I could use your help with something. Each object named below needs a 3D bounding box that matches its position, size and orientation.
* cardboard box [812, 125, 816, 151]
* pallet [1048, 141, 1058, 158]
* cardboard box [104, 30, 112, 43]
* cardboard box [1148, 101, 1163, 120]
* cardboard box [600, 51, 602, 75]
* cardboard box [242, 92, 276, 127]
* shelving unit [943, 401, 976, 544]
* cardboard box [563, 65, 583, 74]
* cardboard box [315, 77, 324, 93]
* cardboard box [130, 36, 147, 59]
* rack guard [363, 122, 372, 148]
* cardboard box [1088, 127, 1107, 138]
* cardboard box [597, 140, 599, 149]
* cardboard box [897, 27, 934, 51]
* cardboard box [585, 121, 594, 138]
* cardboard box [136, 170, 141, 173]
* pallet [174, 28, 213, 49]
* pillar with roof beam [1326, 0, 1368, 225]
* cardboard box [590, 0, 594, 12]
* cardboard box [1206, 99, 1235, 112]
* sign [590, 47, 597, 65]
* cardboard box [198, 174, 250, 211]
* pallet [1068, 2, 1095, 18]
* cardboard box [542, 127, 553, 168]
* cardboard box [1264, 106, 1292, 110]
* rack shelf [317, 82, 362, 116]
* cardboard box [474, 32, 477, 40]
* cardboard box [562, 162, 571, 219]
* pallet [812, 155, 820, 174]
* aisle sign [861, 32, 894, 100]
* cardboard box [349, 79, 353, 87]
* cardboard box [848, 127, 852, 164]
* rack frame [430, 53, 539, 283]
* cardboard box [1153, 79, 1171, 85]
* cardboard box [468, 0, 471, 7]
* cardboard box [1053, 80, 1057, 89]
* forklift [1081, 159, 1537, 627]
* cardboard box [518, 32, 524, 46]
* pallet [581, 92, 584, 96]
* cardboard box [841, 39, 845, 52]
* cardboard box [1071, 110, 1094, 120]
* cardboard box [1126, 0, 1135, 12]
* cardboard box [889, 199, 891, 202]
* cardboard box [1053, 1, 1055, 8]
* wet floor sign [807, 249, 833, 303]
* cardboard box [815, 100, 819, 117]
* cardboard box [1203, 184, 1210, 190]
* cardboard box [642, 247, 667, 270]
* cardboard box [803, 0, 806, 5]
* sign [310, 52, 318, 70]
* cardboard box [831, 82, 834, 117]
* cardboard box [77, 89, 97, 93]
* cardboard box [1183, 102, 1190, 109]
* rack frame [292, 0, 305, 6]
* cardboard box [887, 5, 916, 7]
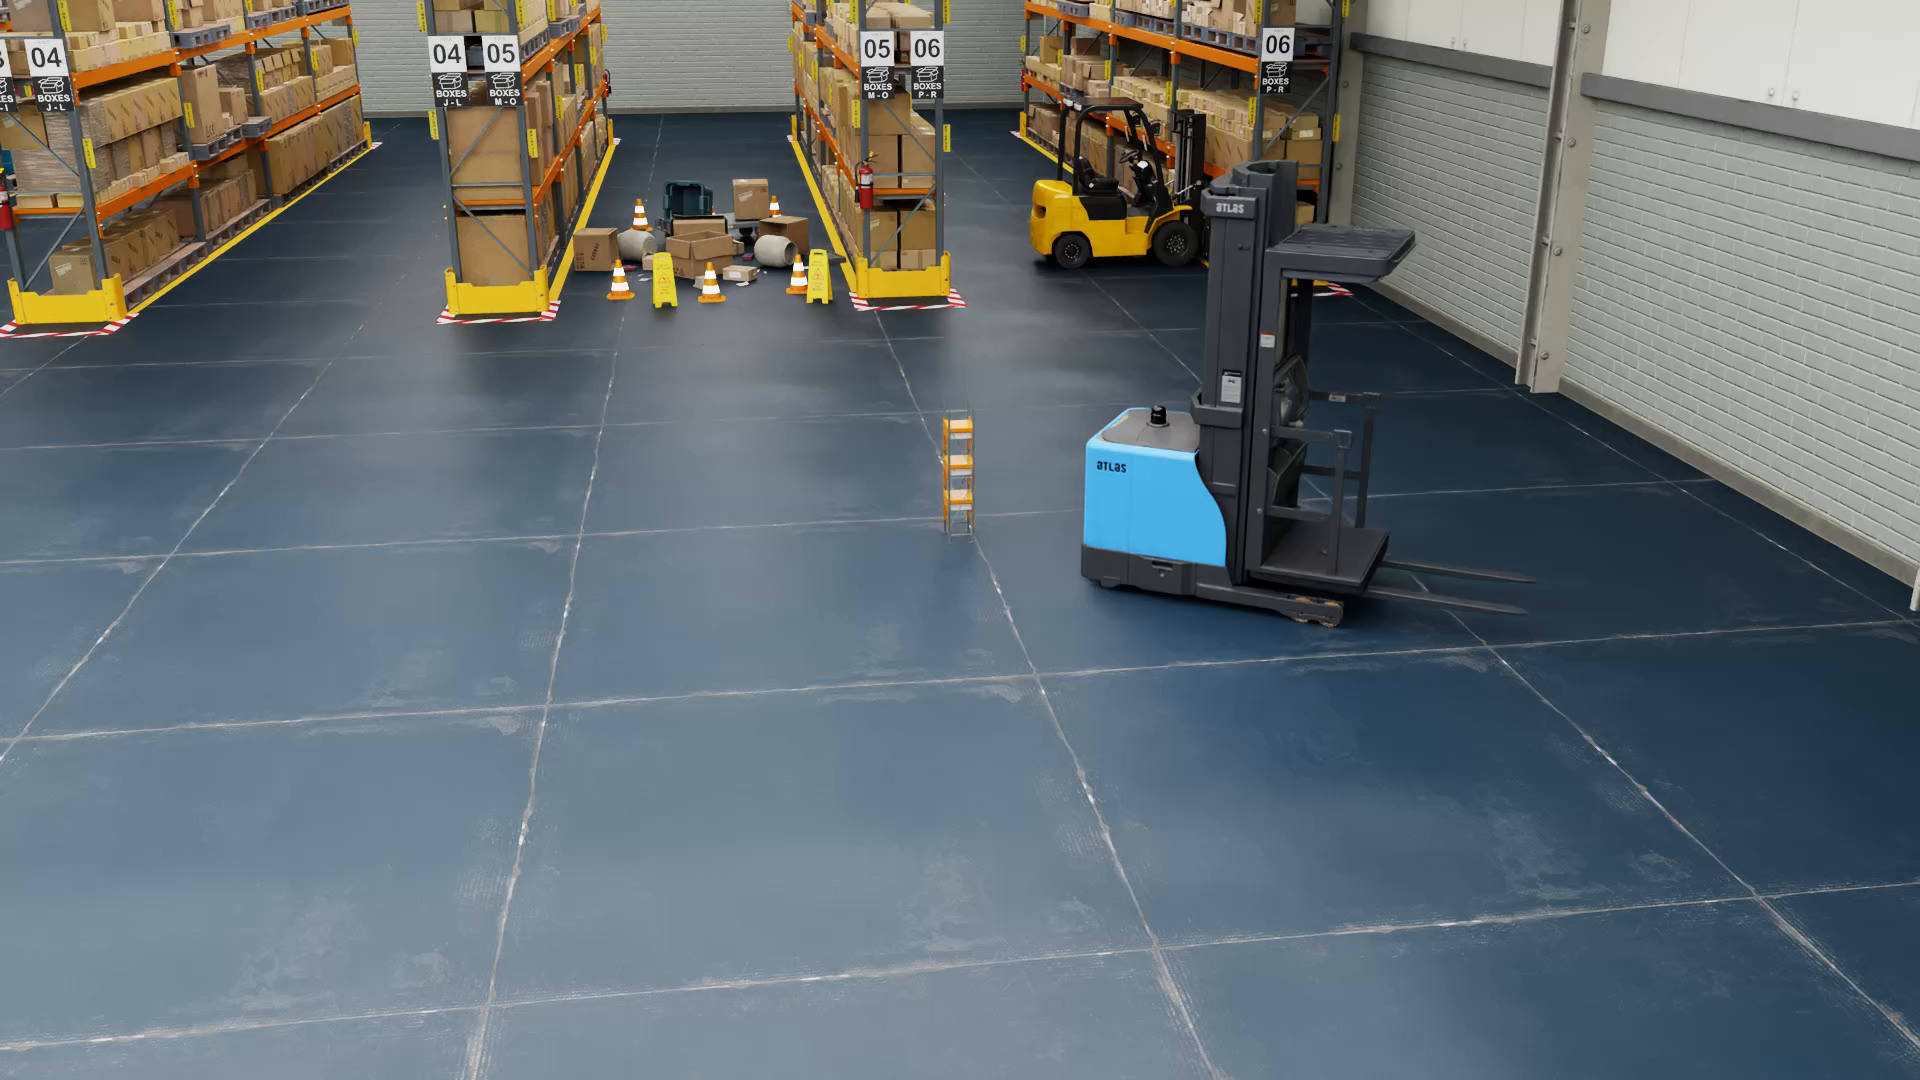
[{"bbox_3d":[-2.423,-7.868,32.557,0.875,0.438,0.875,-3,21,-9],"label":"cardboard box"},{"bbox_3d":[2.375,-7.832,33.384,1.003,0.211,1.213,-3,21,-8],"label":"pallet"},{"bbox_3d":[-10.480,-6.075,20.052,0.380,0.149,0.250,-4,21,-10],"label":"cardboard box"},{"bbox_3d":[3.221,-6.629,25.679,0.500,0.250,0.500,-3,21,-9],"label":"cardboard box"},{"bbox_3d":[-7.510,-9.614,33.602,0.500,0.500,0.500,-3,21,-9],"label":"cardboard box"},{"bbox_3d":[-11.469,-6.993,27.009,0.500,0.500,0.500,-2,21,-6],"label":"cardboard box"},{"bbox_3d":[-0.008,-0.510,12.582,0.215,1.050,0.252,-3,21,-8],"label":"shelving unit"},{"bbox_3d":[-7.031,-8.500,30.095,0.380,0.149,0.250,-4,21,-9],"label":"cardboard box"},{"bbox_3d":[-12.053,-8.394,30.693,0.500,0.250,0.500,-3,21,-9],"label":"cardboard box"},{"bbox_3d":[-10.624,-6.212,20.988,0.500,0.250,0.500,-3,21,-8],"label":"cardboard box"},{"bbox_3d":[-12.825,-8.371,34.415,1.175,0.500,0.348,-3,21,-8],"label":"rack guard"},{"bbox_3d":[2.564,-7.464,30.458,0.380,0.149,0.250,-4,21,-10],"label":"cardboard box"},{"bbox_3d":[-7.058,-7.506,31.576,0.380,0.149,0.250,-2,21,-5],"label":"cardboard box"},{"bbox_3d":[-0.517,-6.156,20.413,0.500,0.250,0.500,-3,21,-9],"label":"cardboard box"},{"bbox_3d":[-6.964,-7.496,30.400,0.500,0.250,0.500,-3,21,-9],"label":"cardboard box"},{"bbox_3d":[-10.608,-4.591,21.081,0.380,0.149,0.250,-3,21,-8],"label":"cardboard box"},{"bbox_3d":[-11.075,-6.916,22.926,1.213,0.211,1.003,-3,21,-8],"label":"pallet"},{"bbox_3d":[0.734,-7.626,20.272,9.100,9.000,0.400,-3,21,-8],"label":"pillar with roof beam"},{"bbox_3d":[-7.265,-10.227,31.738,0.500,0.250,0.500,-2,21,-5],"label":"cardboard box"},{"bbox_3d":[3.643,-6.053,23.141,0.380,0.149,0.250,-3,21,-8],"label":"cardboard box"},{"bbox_3d":[-6.773,-8.936,30.699,0.100,0.325,0.005,-3,21,-8],"label":"sign"},{"bbox_3d":[-11.459,-5.377,25.769,0.700,0.500,0.500,-5,21,-12],"label":"cardboard box"},{"bbox_3d":[2.650,-9.629,30.192,1.213,0.211,1.003,-3,21,-8],"label":"pallet"},{"bbox_3d":[-6.002,-5.348,22.534,0.875,0.550,0.550,-3,21,-8],"label":"cardboard box"},{"bbox_3d":[4.226,-5.722,22.255,0.380,0.149,0.250,-2,21,-6],"label":"cardboard box"},{"bbox_3d":[-12.533,-8.505,32.227,1.077,0.370,4.000,-3,21,-8],"label":"rack shelf"},{"bbox_3d":[-6.122,-6.191,20.334,0.380,0.149,0.250,-3,21,-9],"label":"cardboard box"},{"bbox_3d":[-6.483,-5.282,25.186,1.050,0.750,0.750,-3,21,-8],"label":"cardboard box"},{"bbox_3d":[-2.252,-7.079,31.368,1.003,0.211,1.213,-3,21,-8],"label":"pallet"},{"bbox_3d":[-0.987,-5.676,19.910,0.394,0.787,0.004,-3,21,-8],"label":"aisle sign"},{"bbox_3d":[-12.370,-9.132,33.239,0.380,0.149,0.250,-3,21,-8],"label":"cardboard box"},{"bbox_3d":[-1.196,-5.201,21.787,0.500,0.500,0.500,-3,21,-8],"label":"cardboard box"},{"bbox_3d":[-5.592,-4.209,19.699,1.000,3.000,0.127,-3,21,-8],"label":"rack frame"},{"bbox_3d":[3.422,-7.586,27.670,0.380,0.149,0.250,-3,21,-8],"label":"cardboard box"},{"bbox_3d":[-6.087,-6.478,19.964,0.380,0.149,0.250,-3,21,-7],"label":"cardboard box"},{"bbox_3d":[2.057,-9.058,33.041,0.380,0.149,0.250,-2,21,-6],"label":"cardboard box"},{"bbox_3d":[2.425,-1.001,11.208,3.031,2.935,1.130,9,22,22],"label":"forklift"},{"bbox_3d":[-5.324,-5.875,19.489,0.380,0.149,0.250,-3,21,-7],"label":"cardboard box"},{"bbox_3d":[-7.356,-8.002,30.129,1.003,0.211,1.213,-3,21,-8],"label":"pallet"},{"bbox_3d":[-1.384,-6.595,22.160,0.380,0.149,0.250,-3,21,-9],"label":"cardboard box"},{"bbox_3d":[2.346,-8.144,31.855,0.380,0.149,0.250,-4,21,-10],"label":"cardboard box"},{"bbox_3d":[3.085,-8.778,26.759,0.700,0.500,0.500,-3,21,-9],"label":"cardboard box"},{"bbox_3d":[-0.699,-4.410,22.495,0.500,0.500,0.500,-3,21,-7],"label":"cardboard box"},{"bbox_3d":[2.036,-10.561,32.778,0.380,0.149,0.250,-3,21,-8],"label":"cardboard box"},{"bbox_3d":[-1.740,-3.271,20.553,0.267,0.644,0.232,4,21,11],"label":"wet floor sign"},{"bbox_3d":[-2.192,-7.356,28.338,0.500,0.250,0.500,-4,21,-10],"label":"cardboard box"},{"bbox_3d":[3.600,-4.793,23.162,0.500,0.250,0.500,-3,21,-9],"label":"cardboard box"},{"bbox_3d":[-4.099,-3.811,22.541,0.396,0.266,0.258,1,20,2],"label":"cardboard box"},{"bbox_3d":[-2.602,-9.686,29.808,0.380,0.166,0.250,-4,21,-11],"label":"cardboard box"},{"bbox_3d":[-11.709,-8.685,30.141,0.100,0.325,0.005,-3,21,-8],"label":"sign"},{"bbox_3d":[-1.652,-6.582,24.883,0.500,0.500,0.500,-3,21,-7],"label":"cardboard box"},{"bbox_3d":[-11.050,-5.346,20.747,0.500,0.500,0.500,-3,21,-8],"label":"cardboard box"},{"bbox_3d":[3.451,-6.268,24.141,0.380,0.149,0.250,-2,21,-6],"label":"cardboard box"},{"bbox_3d":[-12.245,-10.959,29.198,1.000,3.000,0.127,-3,21,-8],"label":"rack frame"},{"bbox_3d":[-0.794,-7.177,22.578,0.380,0.149,0.250,-2,21,-6],"label":"cardboard box"}]
